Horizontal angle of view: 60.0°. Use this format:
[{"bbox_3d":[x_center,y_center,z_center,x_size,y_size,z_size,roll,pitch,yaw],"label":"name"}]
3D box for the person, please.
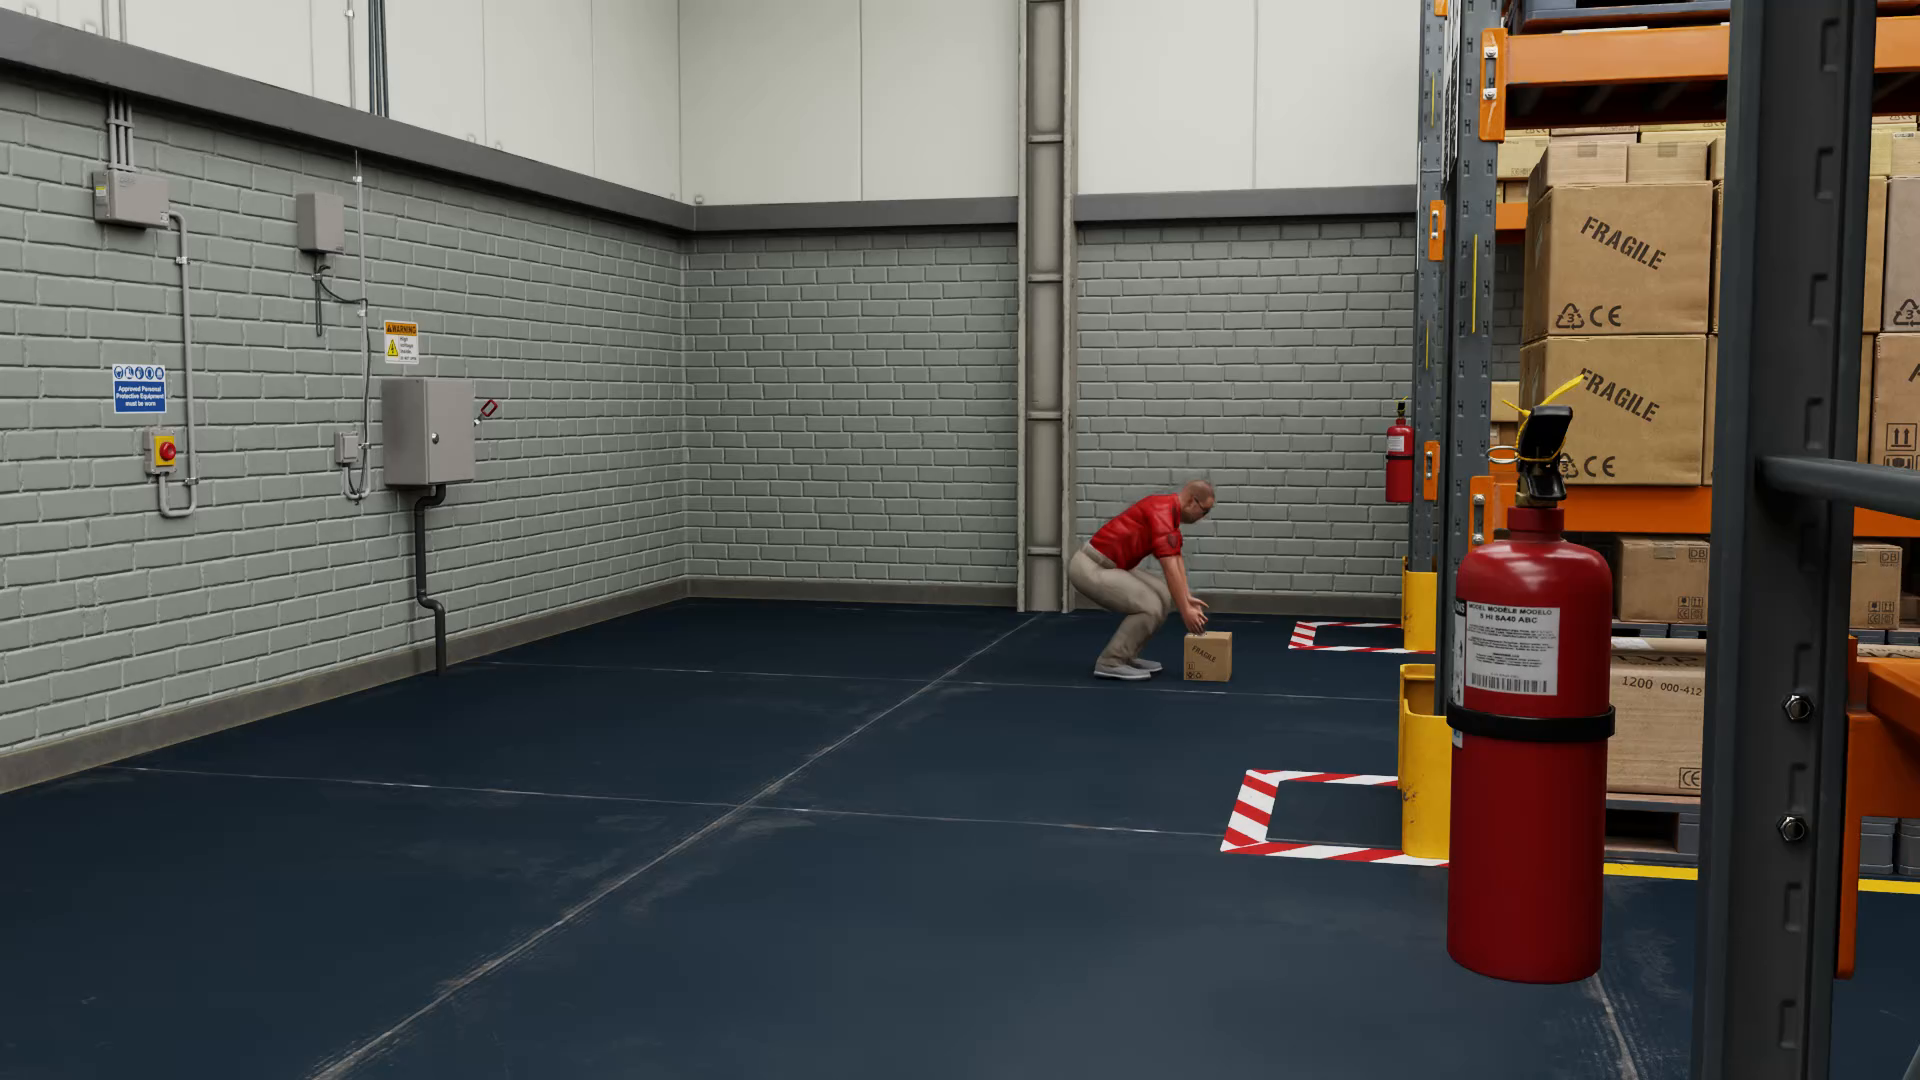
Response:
[{"bbox_3d":[1.050,0.215,9.599,0.823,1.142,0.577,1,5,13],"label":"person"}]
